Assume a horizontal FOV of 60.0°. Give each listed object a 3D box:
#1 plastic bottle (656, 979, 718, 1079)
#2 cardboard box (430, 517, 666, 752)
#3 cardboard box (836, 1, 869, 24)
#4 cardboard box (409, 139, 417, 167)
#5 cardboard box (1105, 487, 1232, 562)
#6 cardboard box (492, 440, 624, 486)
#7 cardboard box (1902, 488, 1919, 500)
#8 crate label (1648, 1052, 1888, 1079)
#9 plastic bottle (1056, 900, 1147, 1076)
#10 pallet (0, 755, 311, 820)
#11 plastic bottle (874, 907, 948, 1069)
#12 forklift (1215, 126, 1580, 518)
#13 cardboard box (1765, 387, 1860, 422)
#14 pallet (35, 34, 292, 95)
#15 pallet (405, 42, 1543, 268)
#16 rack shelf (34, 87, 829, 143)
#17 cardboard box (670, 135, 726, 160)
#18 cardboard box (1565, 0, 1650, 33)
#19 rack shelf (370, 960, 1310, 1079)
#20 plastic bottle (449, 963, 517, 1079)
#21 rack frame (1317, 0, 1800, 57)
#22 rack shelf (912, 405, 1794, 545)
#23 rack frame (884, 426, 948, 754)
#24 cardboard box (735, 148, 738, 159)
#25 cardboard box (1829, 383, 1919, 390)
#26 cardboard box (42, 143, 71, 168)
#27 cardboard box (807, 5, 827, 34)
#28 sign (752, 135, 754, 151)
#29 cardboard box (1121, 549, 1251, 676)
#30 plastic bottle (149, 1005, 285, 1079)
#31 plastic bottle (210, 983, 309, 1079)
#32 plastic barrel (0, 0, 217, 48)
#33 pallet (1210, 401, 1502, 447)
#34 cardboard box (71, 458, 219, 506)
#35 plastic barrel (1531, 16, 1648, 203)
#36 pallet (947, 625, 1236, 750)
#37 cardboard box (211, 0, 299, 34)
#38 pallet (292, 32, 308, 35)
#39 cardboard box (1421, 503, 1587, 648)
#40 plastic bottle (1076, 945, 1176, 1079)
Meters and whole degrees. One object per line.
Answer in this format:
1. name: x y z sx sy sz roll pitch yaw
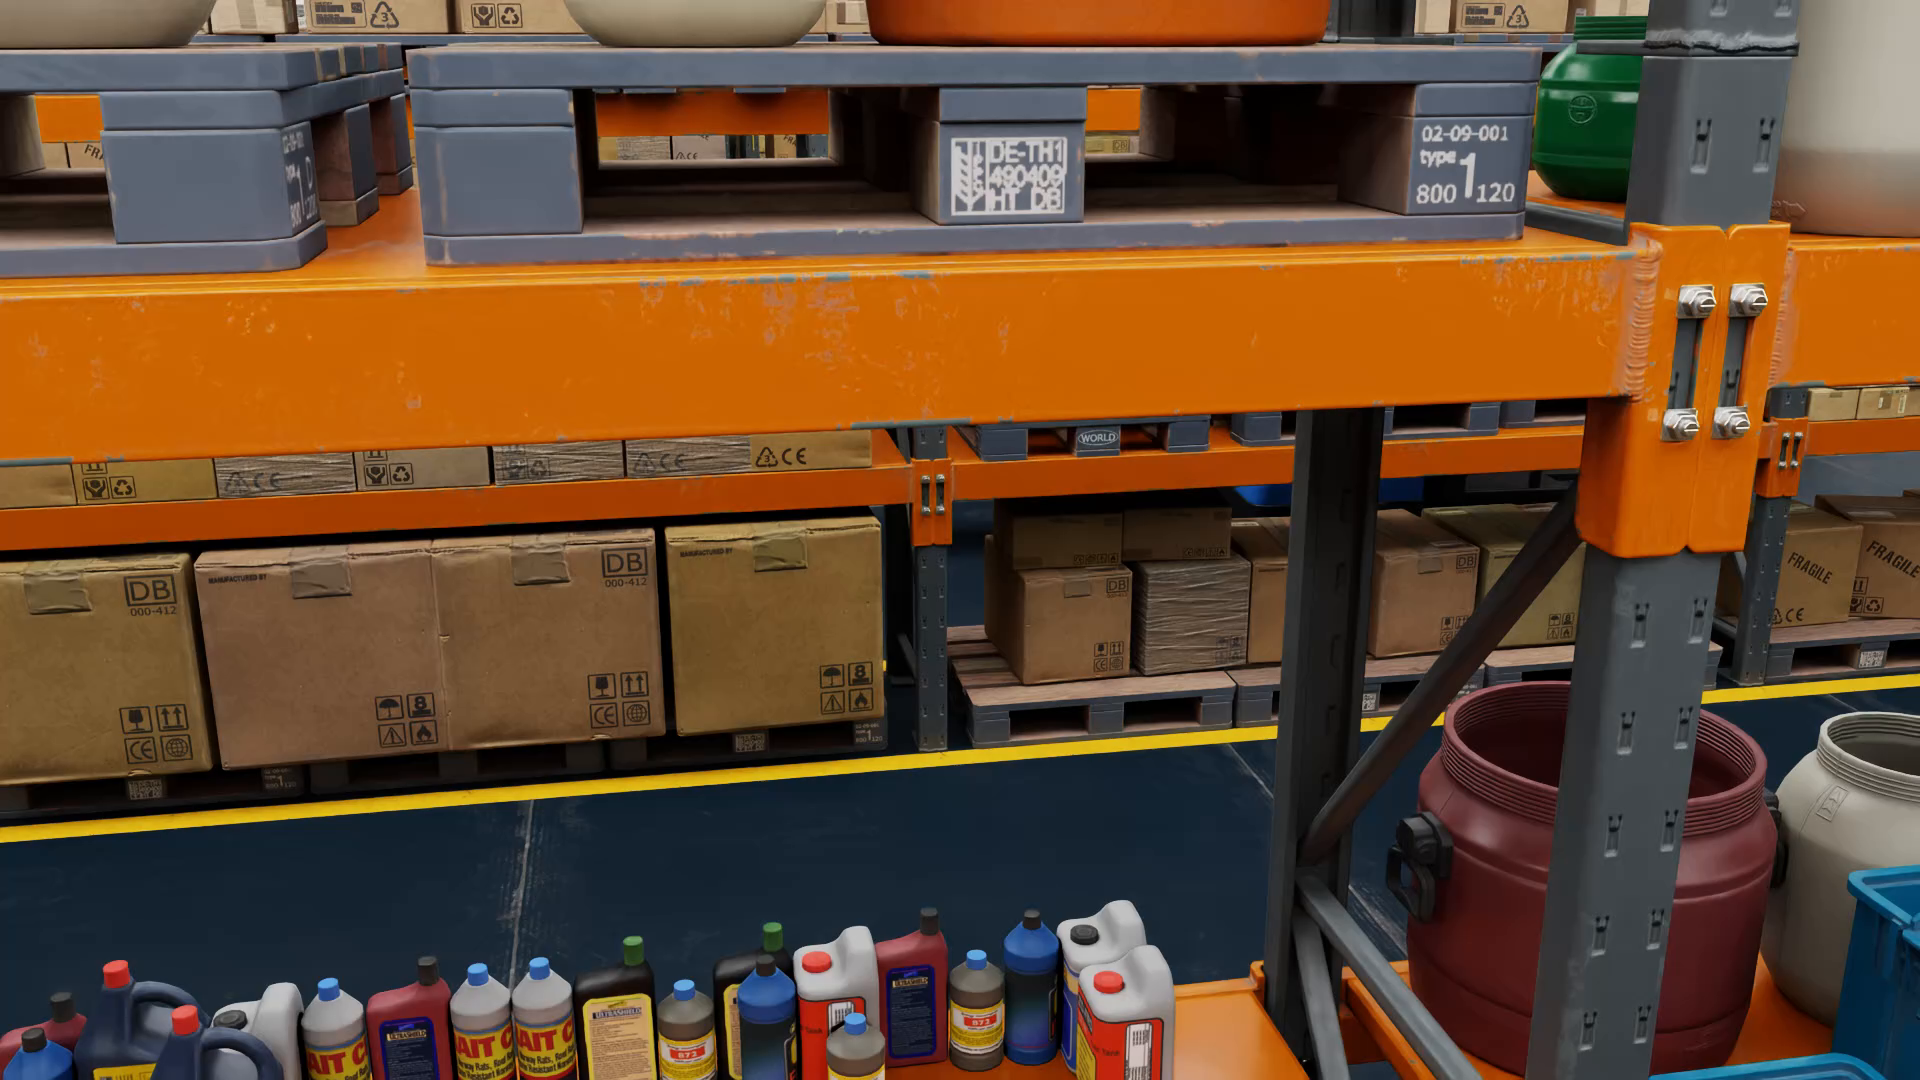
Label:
1. plastic bottle: -0.461 0.840 2.808 0.097 0.201 0.097 0 17 0
2. cardboard box: -1.768 0.249 7.296 0.875 0.875 1.225 -3 17 -10
3. cardboard box: -0.694 -3.616 11.410 0.250 0.149 0.380 -4 18 -13
4. cardboard box: -5.037 -3.784 15.648 0.500 0.500 0.500 -3 17 -11
5. cardboard box: 0.961 -0.098 7.753 0.500 0.250 0.500 -1 17 -4
6. cardboard box: -1.648 -0.539 6.787 0.500 0.500 0.500 -4 17 -12
7. cardboard box: 5.273 0.023 8.669 0.500 0.500 0.500 -5 18 -15
8. crate label: 1.214 0.947 2.406 0.416 0.233 0.303 -3 17 -10
9. plastic bottle: 0.243 0.772 2.900 0.135 0.276 0.152 -3 17 -10
10. pallet: -3.394 0.845 7.200 1.213 0.211 1.003 -3 17 -10
11. plastic bottle: -0.088 0.774 2.882 0.133 0.283 0.061 -3 17 -10
12. forklift: 3.154 -1.511 10.240 3.031 2.935 1.130 -2 17 -7
13. cardboard box: 3.985 -0.674 7.825 0.250 0.149 0.380 -3 17 -10
14. pallet: -3.247 -1.831 6.381 1.217 0.209 0.805 -4 18 -13
15. pallet: -0.040 -0.547 2.197 1.213 0.211 1.003 -3 17 -10
16. rack shelf: -2.174 -1.624 6.608 4.000 0.370 1.077 -3 17 -10
17. cardboard box: -2.548 -3.924 16.106 0.500 0.500 0.500 -4 17 -12
18. cardboard box: 2.813 -2.358 7.284 0.258 0.266 0.396 -3 17 -8
19. rack shelf: -1.234 1.237 2.400 4.000 0.370 1.077 -3 17 -10
20. plastic bottle: -0.783 0.824 2.738 0.097 0.271 0.097 0 17 0
21. rack frame: 0.729 -2.086 1.776 0.127 3.000 1.000 -3 17 -10
22. rack shelf: 1.753 -0.413 7.774 4.000 0.370 1.077 -3 17 -10
23. rack frame: -0.210 -0.646 7.306 0.127 3.000 1.000 -3 17 -10
24. cardboard box: -2.643 -4.960 21.609 0.500 0.250 0.500 -4 17 -12
25. cardboard box: 4.171 -1.066 7.996 0.500 0.500 0.875 -3 17 -10
26. cardboard box: -5.896 -2.392 10.611 0.500 0.500 0.500 -4 17 -12
27. cardboard box: -0.795 -2.275 6.610 0.637 0.503 0.797 -2 17 -7
28. sign: -1.982 -3.896 15.917 0.005 0.325 0.100 -3 17 -10
29. cardboard box: 0.986 0.261 7.861 0.500 0.500 0.700 -5 18 -15
30. plastic bottle: -1.115 0.858 2.494 0.185 0.351 0.144 -3 17 -10
31. plastic bottle: -1.118 0.849 2.649 0.135 0.276 0.152 -3 17 -10
32. plastic barrel: -0.983 -0.775 1.672 0.433 0.535 0.433 0 17 0
33. pallet: 1.726 -0.676 7.731 1.213 0.211 1.003 -3 17 -10
34. cardboard box: -3.145 -0.453 6.506 0.500 0.500 0.500 -3 17 -10
35. plastic barrel: 0.962 -0.606 2.332 0.294 0.245 0.294 0 17 0
36. pallet: 0.557 0.644 7.855 1.213 0.211 1.003 -3 17 -10
37. cardboard box: -2.647 -1.977 6.244 0.250 0.149 0.380 -4 18 -13
38. pallet: -4.353 -3.206 10.853 1.003 0.211 1.213 -3 17 -10
39. cardboard box: 2.638 0.165 8.173 0.500 0.500 0.700 -3 17 -11
40. plastic bottle: 0.272 0.816 2.757 0.135 0.276 0.152 -3 17 -10
